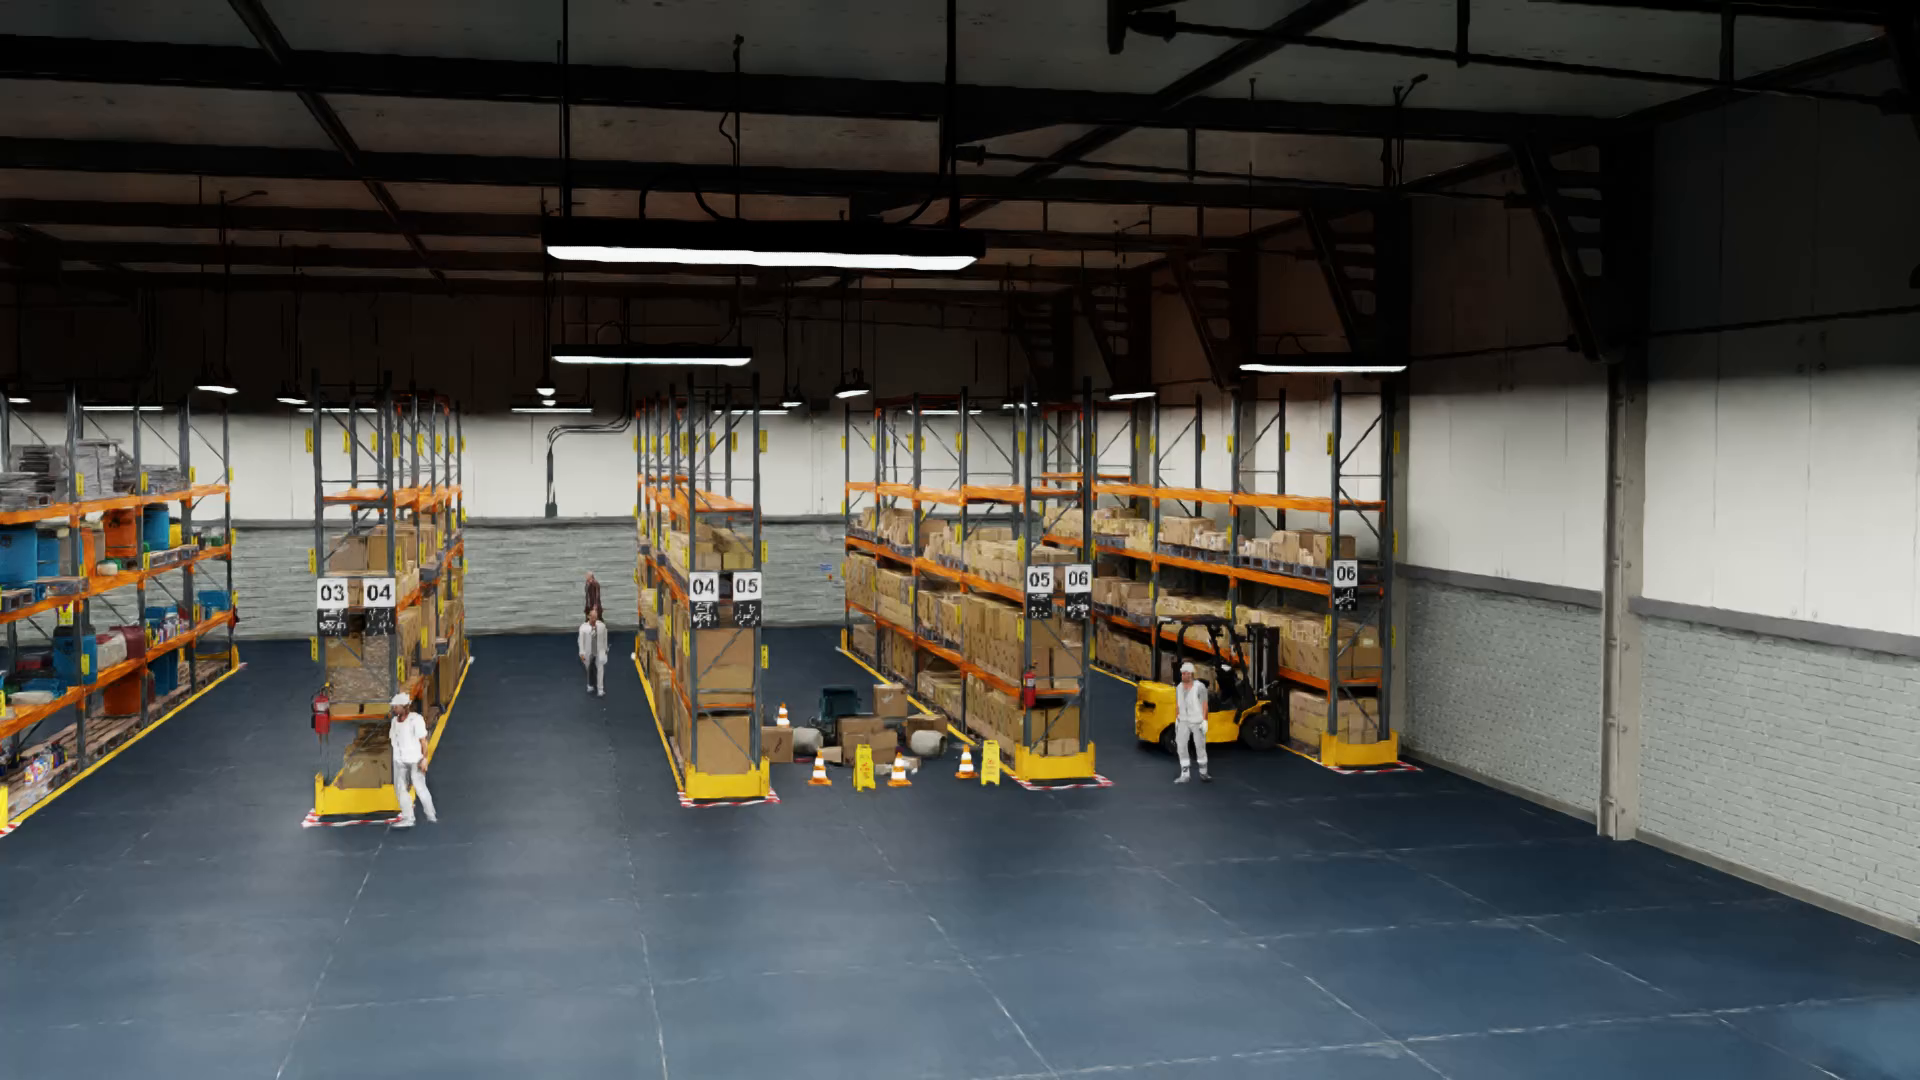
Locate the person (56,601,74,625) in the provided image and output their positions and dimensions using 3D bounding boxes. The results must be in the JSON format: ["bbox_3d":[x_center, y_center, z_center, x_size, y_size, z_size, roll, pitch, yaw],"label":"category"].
[{"bbox_3d":[-20.363,1.953,38.005,0.589,1.716,1.043,-1,3,-15],"label":"person"}]

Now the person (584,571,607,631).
[{"bbox_3d":[-9.366,1.663,42.612,0.617,1.771,0.676,3,4,41],"label":"person"}]

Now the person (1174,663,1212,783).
[{"bbox_3d":[3.437,2.698,24.641,0.569,1.780,0.598,2,4,32],"label":"person"}]

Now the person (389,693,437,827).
[{"bbox_3d":[-7.196,2.871,21.835,0.604,1.752,0.569,1,4,24],"label":"person"}]

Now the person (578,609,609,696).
[{"bbox_3d":[-7.294,2.224,33.089,0.598,1.698,1.194,-1,3,-11],"label":"person"}]
